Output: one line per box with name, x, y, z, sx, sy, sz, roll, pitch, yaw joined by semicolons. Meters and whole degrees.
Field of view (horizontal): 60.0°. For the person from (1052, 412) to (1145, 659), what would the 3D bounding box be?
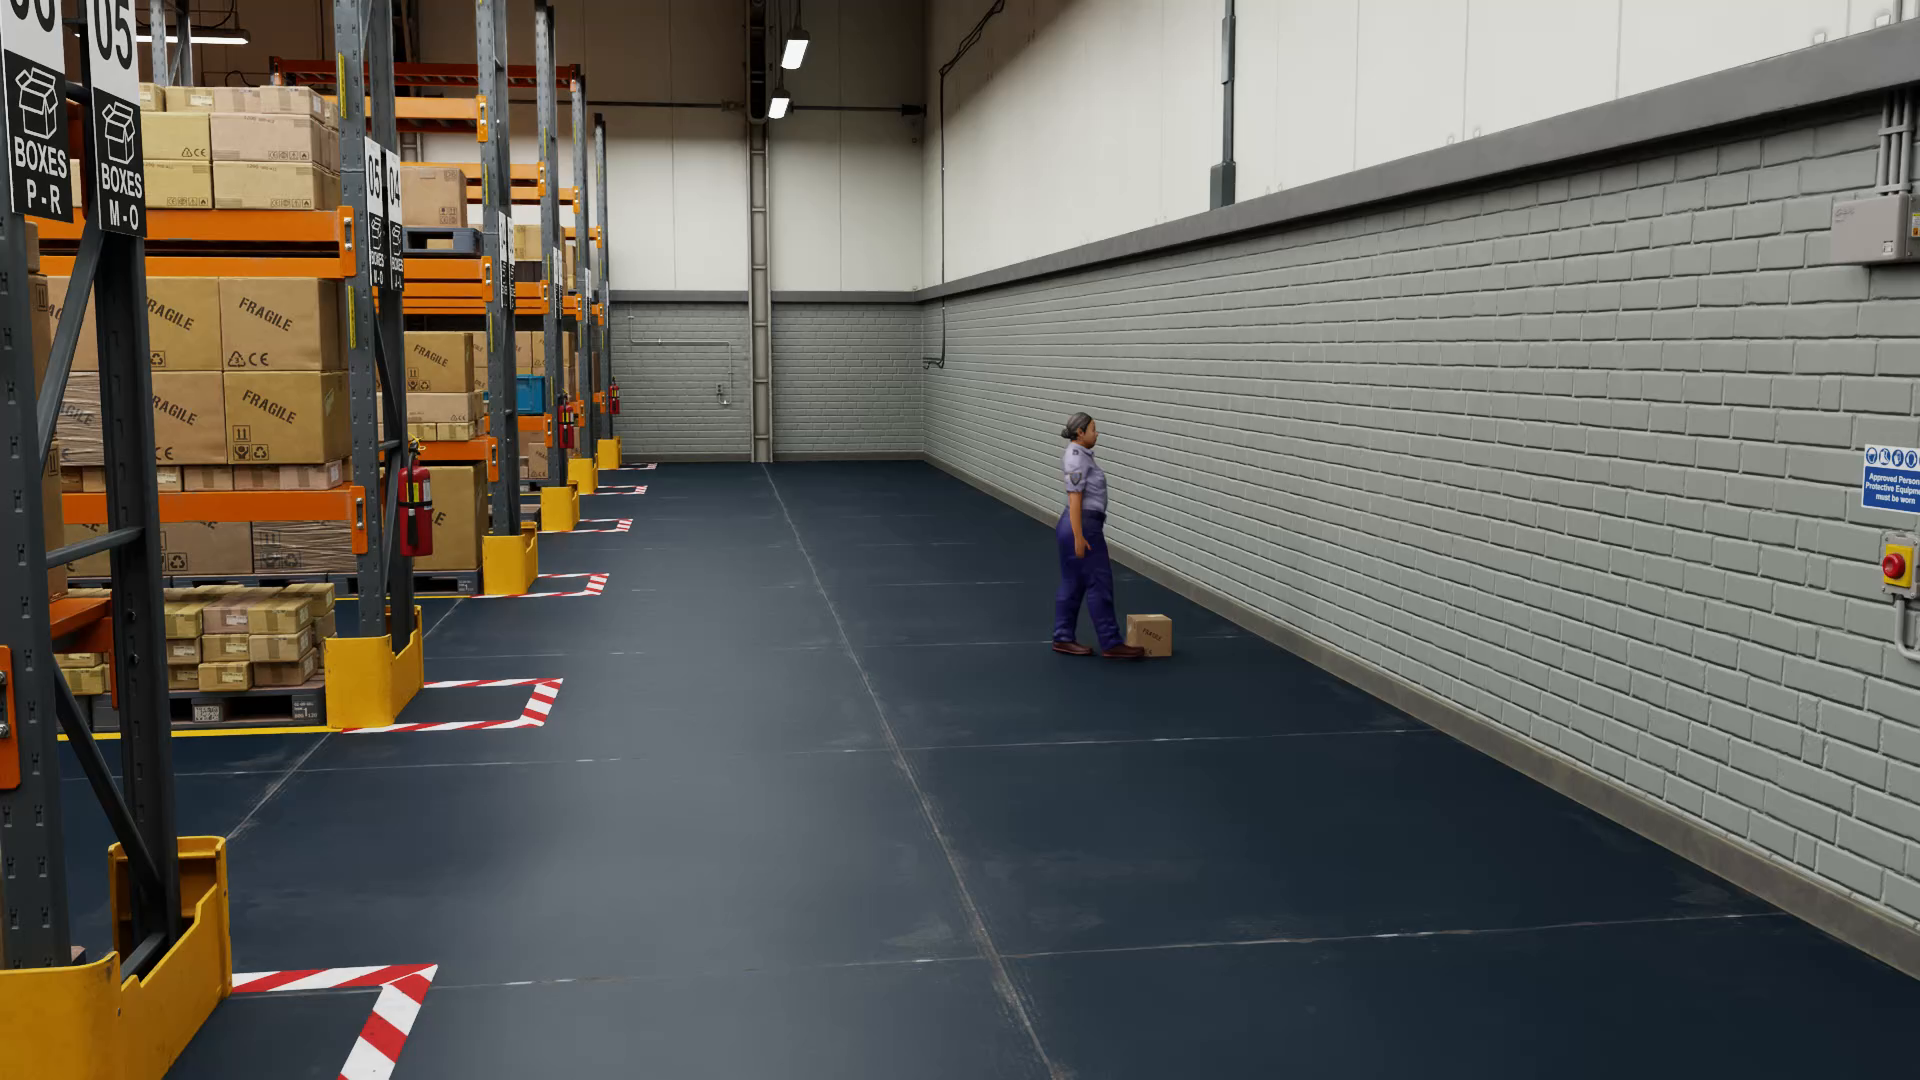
person;0.935;-0.035;11.176;0.602;1.645;0.480;0;7;-1
